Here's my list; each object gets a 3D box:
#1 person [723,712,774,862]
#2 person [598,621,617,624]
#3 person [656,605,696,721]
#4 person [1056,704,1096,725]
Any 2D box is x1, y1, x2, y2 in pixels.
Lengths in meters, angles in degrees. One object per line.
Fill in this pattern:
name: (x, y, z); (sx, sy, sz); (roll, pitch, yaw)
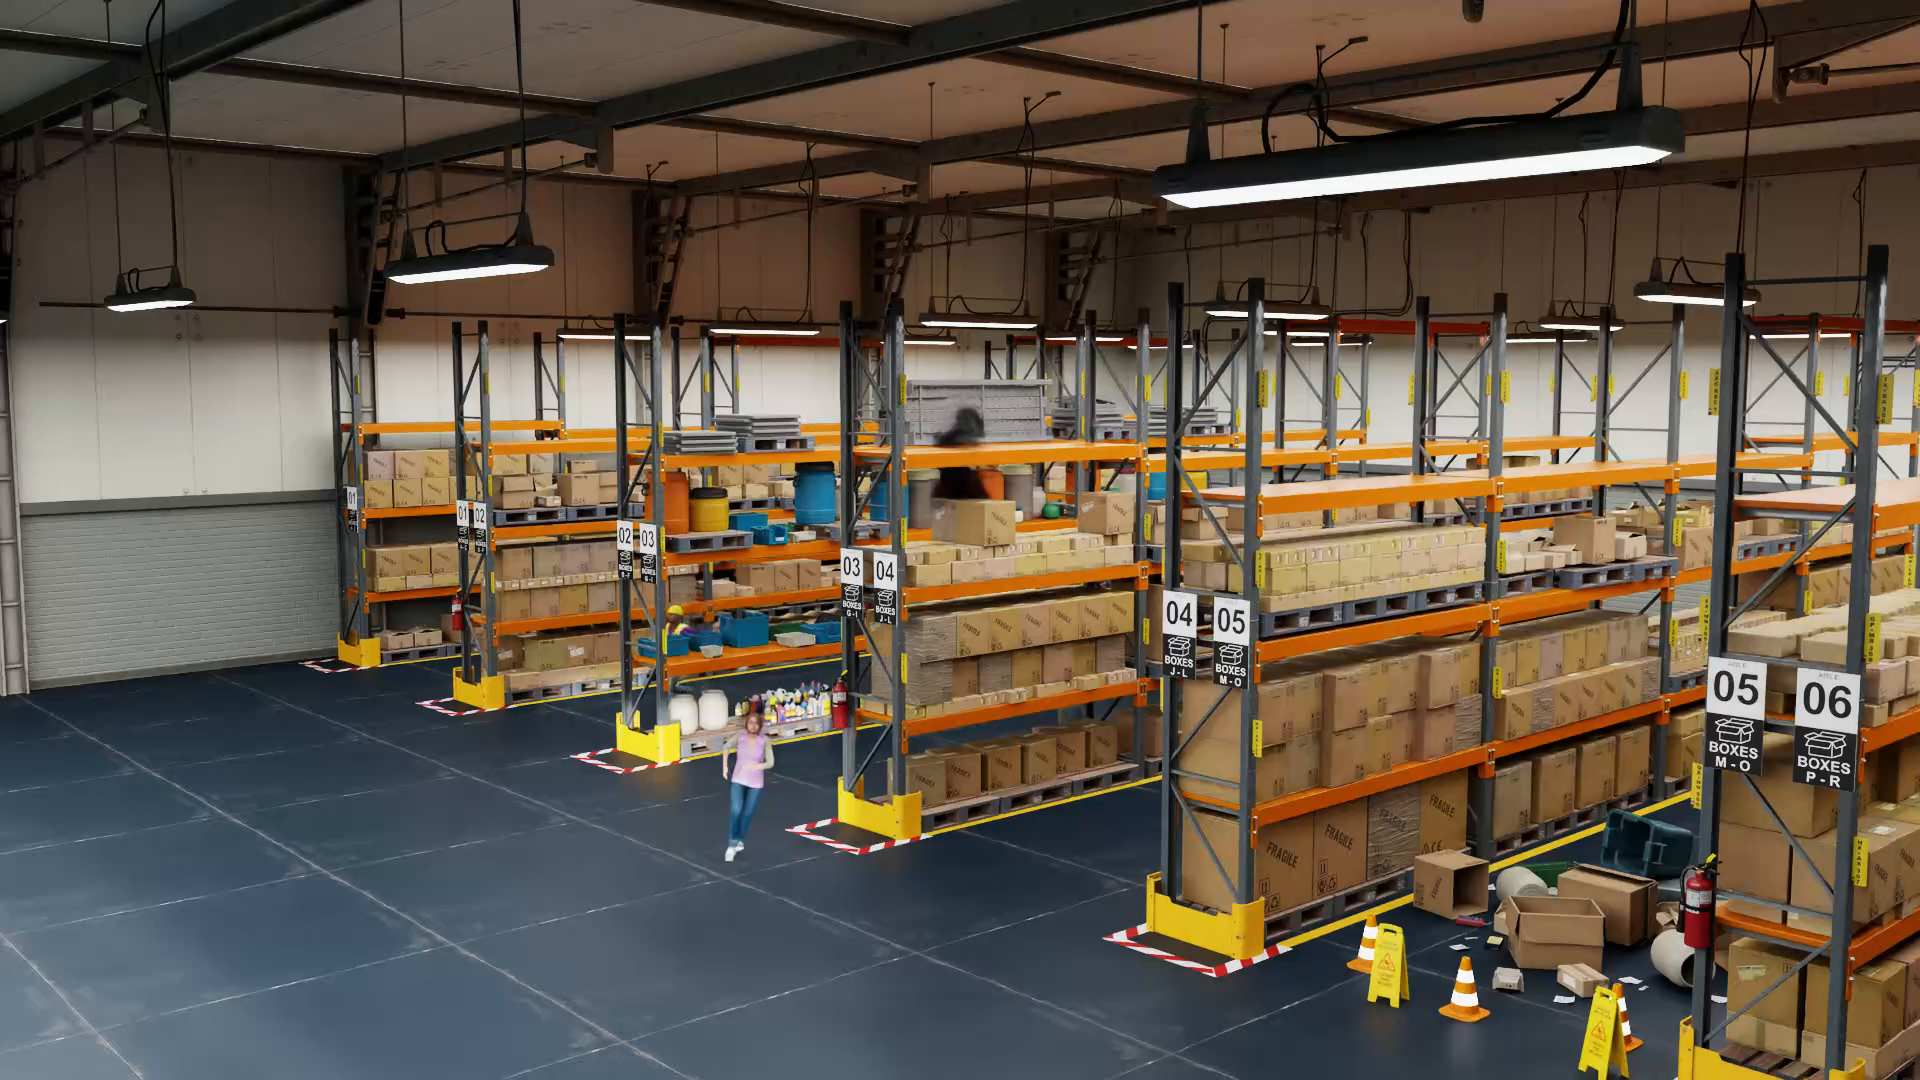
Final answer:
person: (-2.266, 2.675, 17.844); (0.535, 1.500, 0.615); (-1, 6, -11)
person: (-6.298, 1.382, 30.043); (0.726, 1.683, 0.636); (-5, 7, -40)
person: (-4.258, 1.844, 24.943); (0.700, 1.739, 0.801); (4, 7, 35)
person: (1.661, 1.945, 23.757); (0.684, 1.850, 0.857); (4, 7, 38)
